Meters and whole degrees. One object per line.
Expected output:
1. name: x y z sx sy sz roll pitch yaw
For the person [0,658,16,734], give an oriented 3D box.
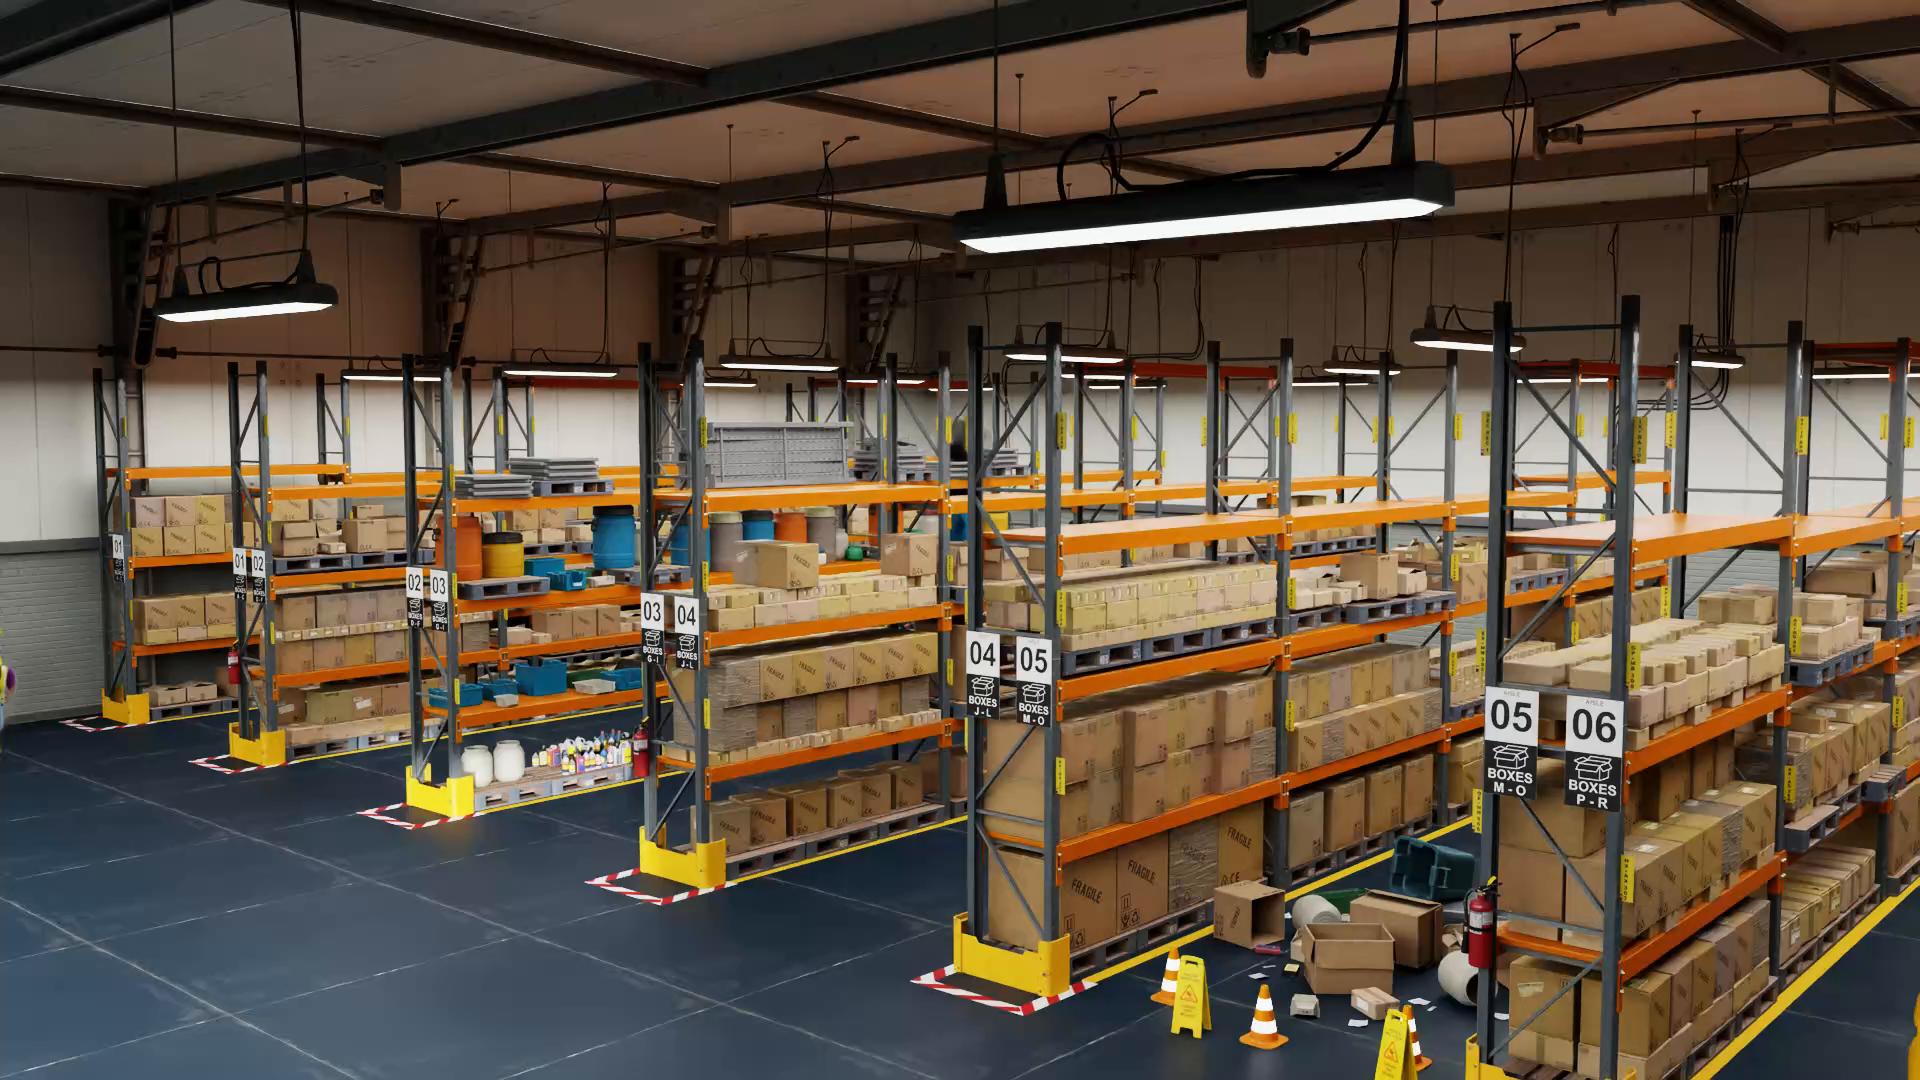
1. person: -14.803 2.514 25.334 0.743 1.577 0.819 -4 6 -42
